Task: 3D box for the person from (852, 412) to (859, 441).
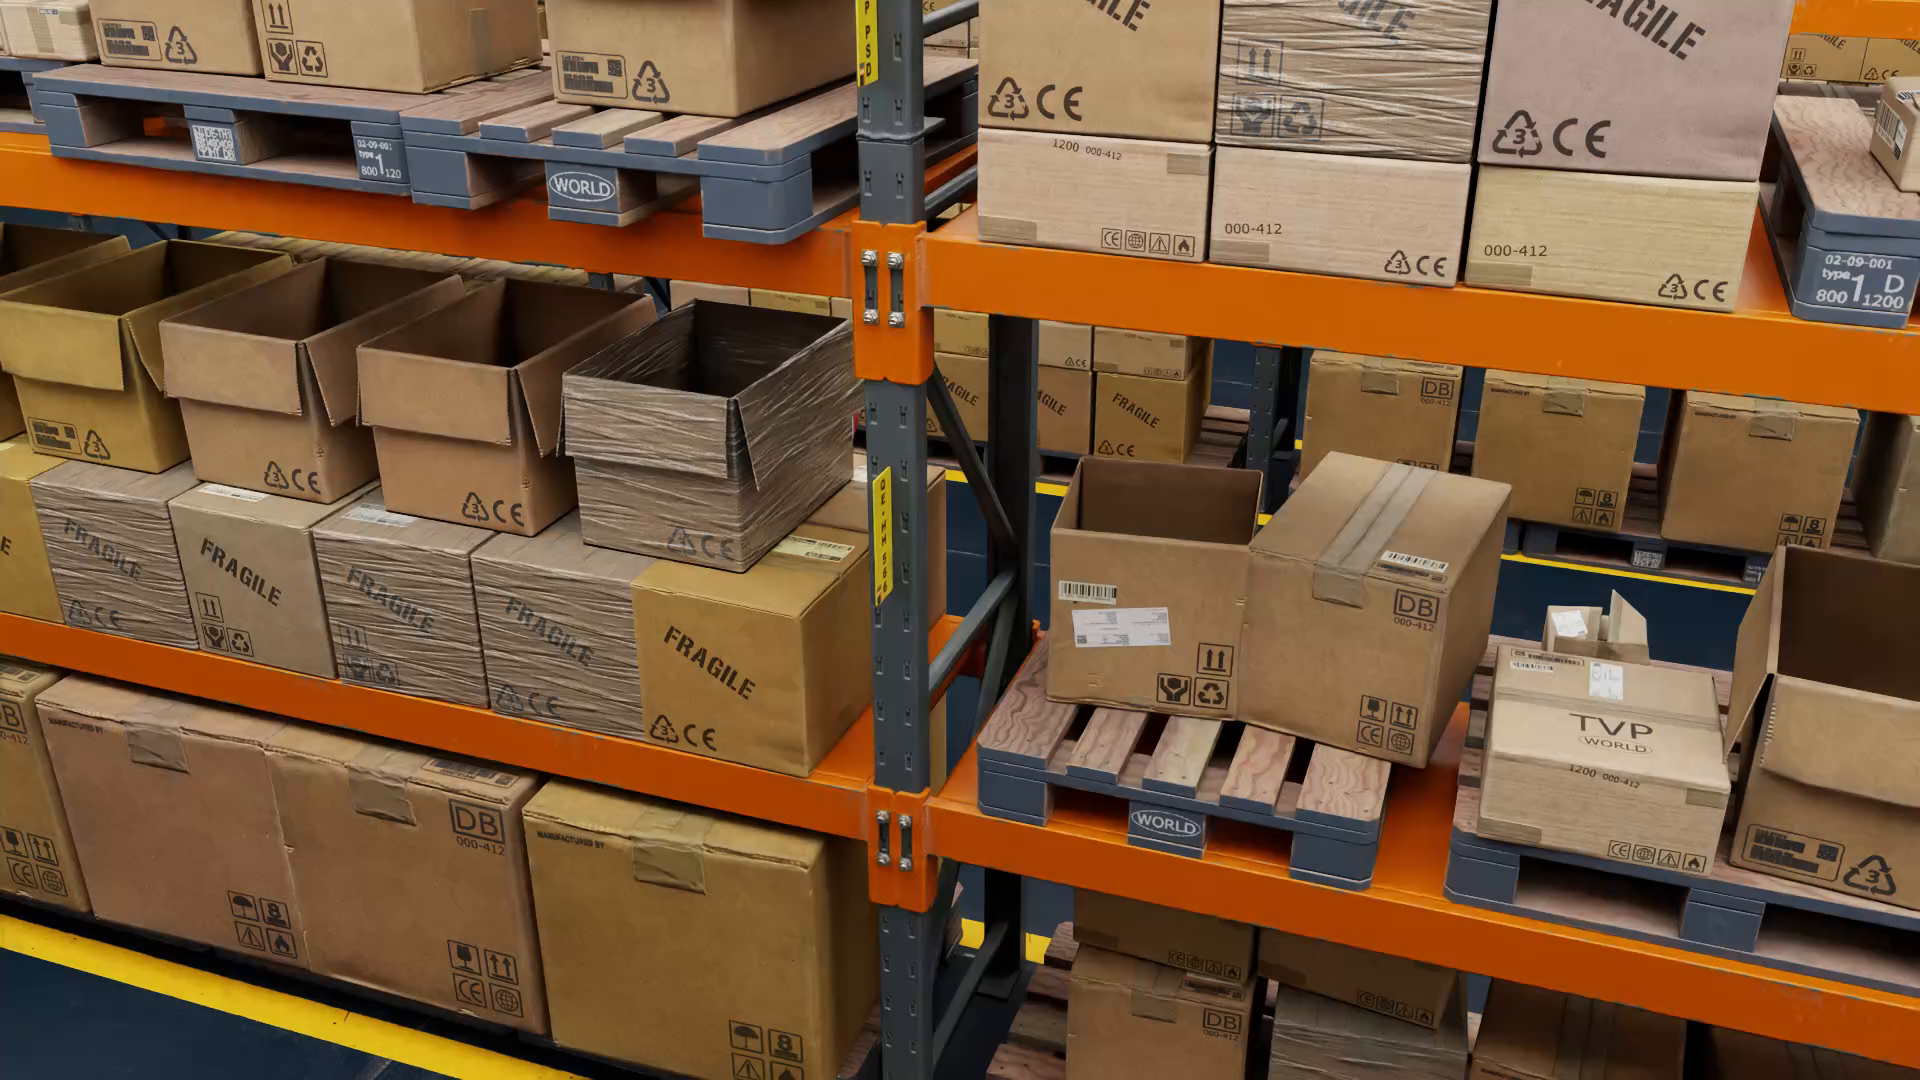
[{"bbox_3d":[-0.611,0.010,6.694,0.344,1.785,0.527,9,27,19],"label":"person"}]
